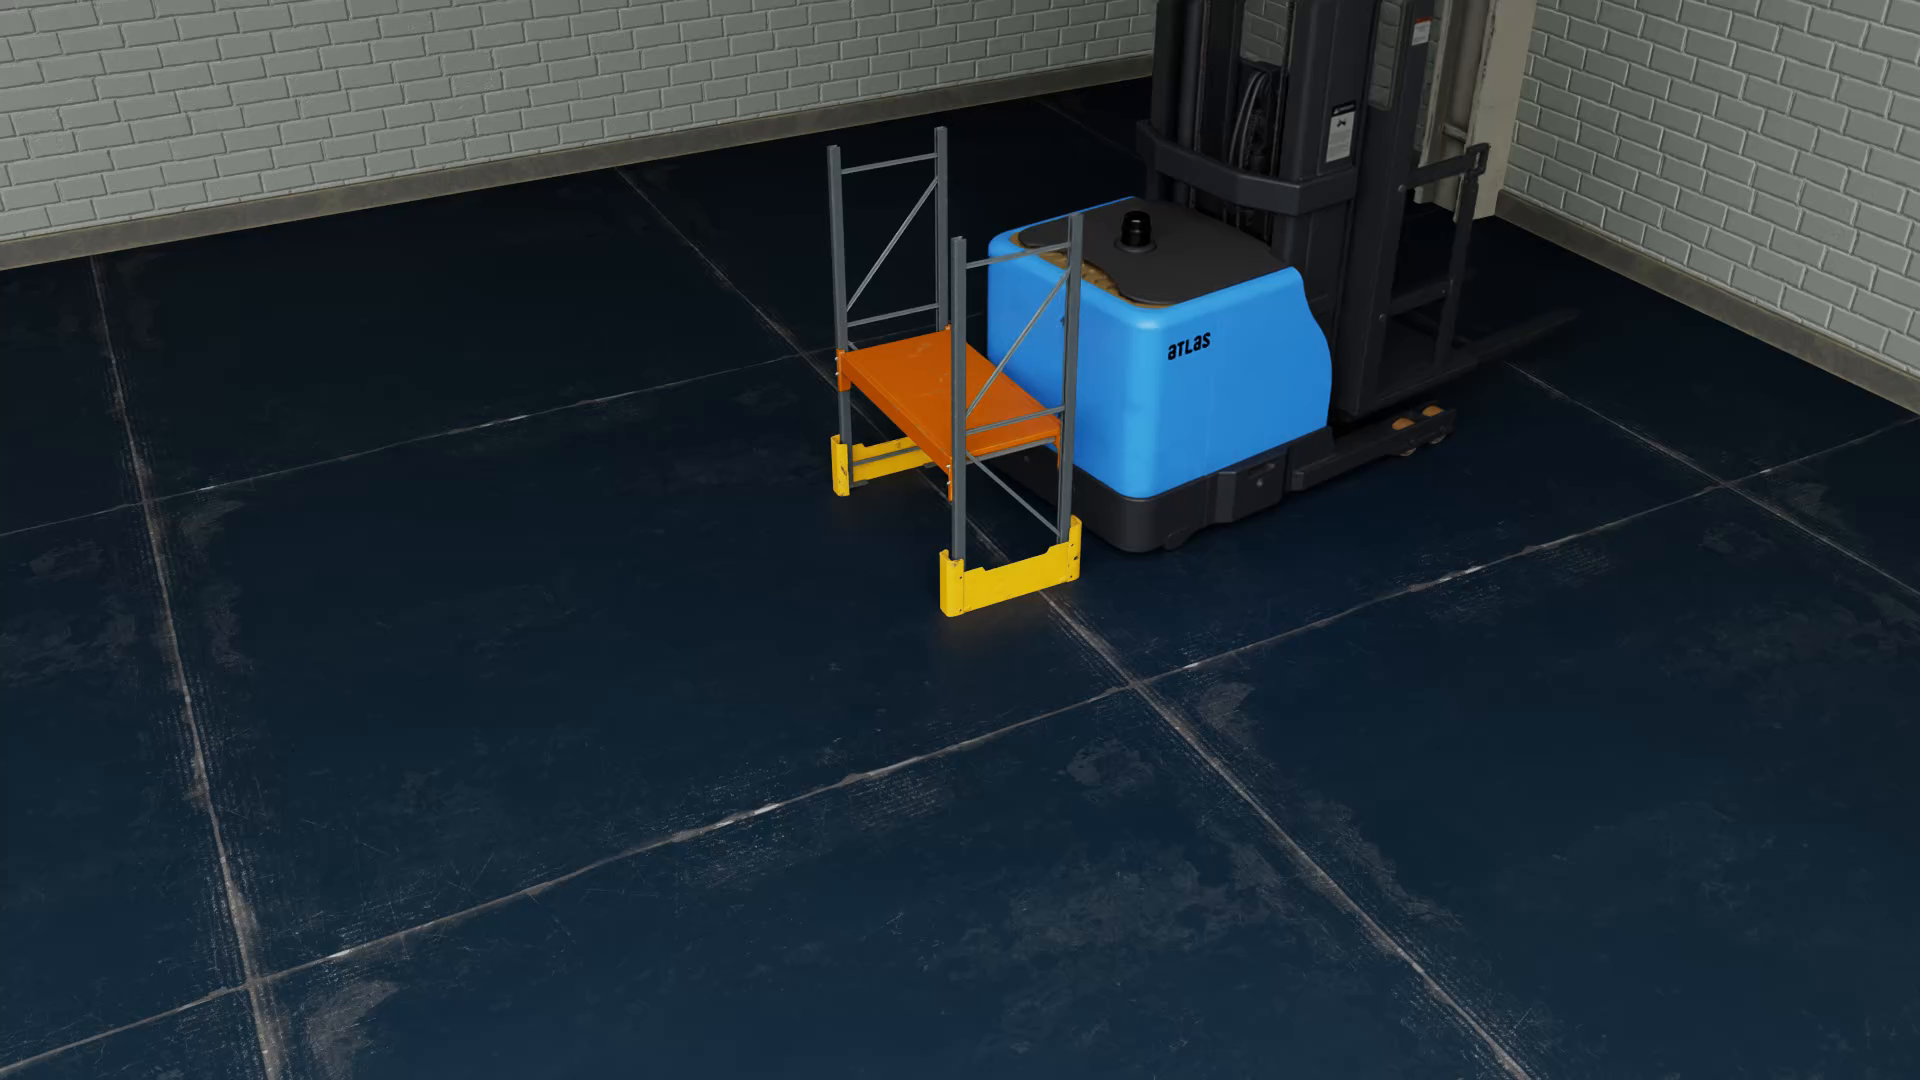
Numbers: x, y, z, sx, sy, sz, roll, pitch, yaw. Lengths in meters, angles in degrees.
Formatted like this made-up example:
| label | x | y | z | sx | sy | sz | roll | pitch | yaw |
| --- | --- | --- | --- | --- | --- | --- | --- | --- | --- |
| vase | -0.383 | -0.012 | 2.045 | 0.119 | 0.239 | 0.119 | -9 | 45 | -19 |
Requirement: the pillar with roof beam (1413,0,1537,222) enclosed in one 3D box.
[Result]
| label | x | y | z | sx | sy | sz | roll | pitch | yaw |
| --- | --- | --- | --- | --- | --- | --- | --- | --- | --- |
| pillar with roof beam | -0.884 | -4.672 | 5.700 | 9.100 | 9.000 | 0.400 | -16 | 36 | -23 |

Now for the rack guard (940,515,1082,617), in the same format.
| label | x | y | z | sx | sy | sz | roll | pitch | yaw |
| --- | --- | --- | --- | --- | --- | --- | --- | --- | --- |
| rack guard | 0.197 | 0.096 | 6.368 | 0.587 | 0.250 | 0.087 | -16 | 36 | -23 |

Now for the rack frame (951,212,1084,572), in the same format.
| label | x | y | z | sx | sy | sz | roll | pitch | yaw |
| --- | --- | --- | --- | --- | --- | --- | --- | --- | --- |
| rack frame | 0.197 | -0.430 | 6.030 | 0.500 | 1.500 | 0.032 | -16 | 36 | -23 |

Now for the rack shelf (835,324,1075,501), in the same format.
| label | x | y | z | sx | sy | sz | roll | pitch | yaw |
| --- | --- | --- | --- | --- | --- | --- | --- | --- | --- |
| rack shelf | -0.040 | -0.521 | 6.506 | 0.538 | 0.185 | 1.000 | -16 | 36 | -23 |

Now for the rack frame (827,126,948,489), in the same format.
| label | x | y | z | sx | sy | sz | roll | pitch | yaw |
| --- | --- | --- | --- | --- | --- | --- | --- | --- | --- |
| rack frame | -0.277 | -0.915 | 6.788 | 0.500 | 1.500 | 0.032 | -16 | 36 | -23 |

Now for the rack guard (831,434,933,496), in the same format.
| label | x | y | z | sx | sy | sz | roll | pitch | yaw |
| --- | --- | --- | --- | --- | --- | --- | --- | --- | --- |
| rack guard | -0.268 | -0.379 | 7.110 | 0.587 | 0.250 | 0.087 | -16 | 36 | -23 |

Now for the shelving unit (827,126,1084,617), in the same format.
| label | x | y | z | sx | sy | sz | roll | pitch | yaw |
| --- | --- | --- | --- | --- | --- | --- | --- | --- | --- |
| shelving unit | -0.036 | -0.668 | 6.402 | 0.587 | 1.500 | 1.083 | -16 | 36 | -23 |

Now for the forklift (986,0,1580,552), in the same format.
| label | x | y | z | sx | sy | sz | roll | pitch | yaw |
| --- | --- | --- | --- | --- | --- | --- | --- | --- | --- |
| forklift | 1.587 | -1.812 | 6.861 | 3.031 | 2.935 | 1.130 | -22 | 38 | -30 |
